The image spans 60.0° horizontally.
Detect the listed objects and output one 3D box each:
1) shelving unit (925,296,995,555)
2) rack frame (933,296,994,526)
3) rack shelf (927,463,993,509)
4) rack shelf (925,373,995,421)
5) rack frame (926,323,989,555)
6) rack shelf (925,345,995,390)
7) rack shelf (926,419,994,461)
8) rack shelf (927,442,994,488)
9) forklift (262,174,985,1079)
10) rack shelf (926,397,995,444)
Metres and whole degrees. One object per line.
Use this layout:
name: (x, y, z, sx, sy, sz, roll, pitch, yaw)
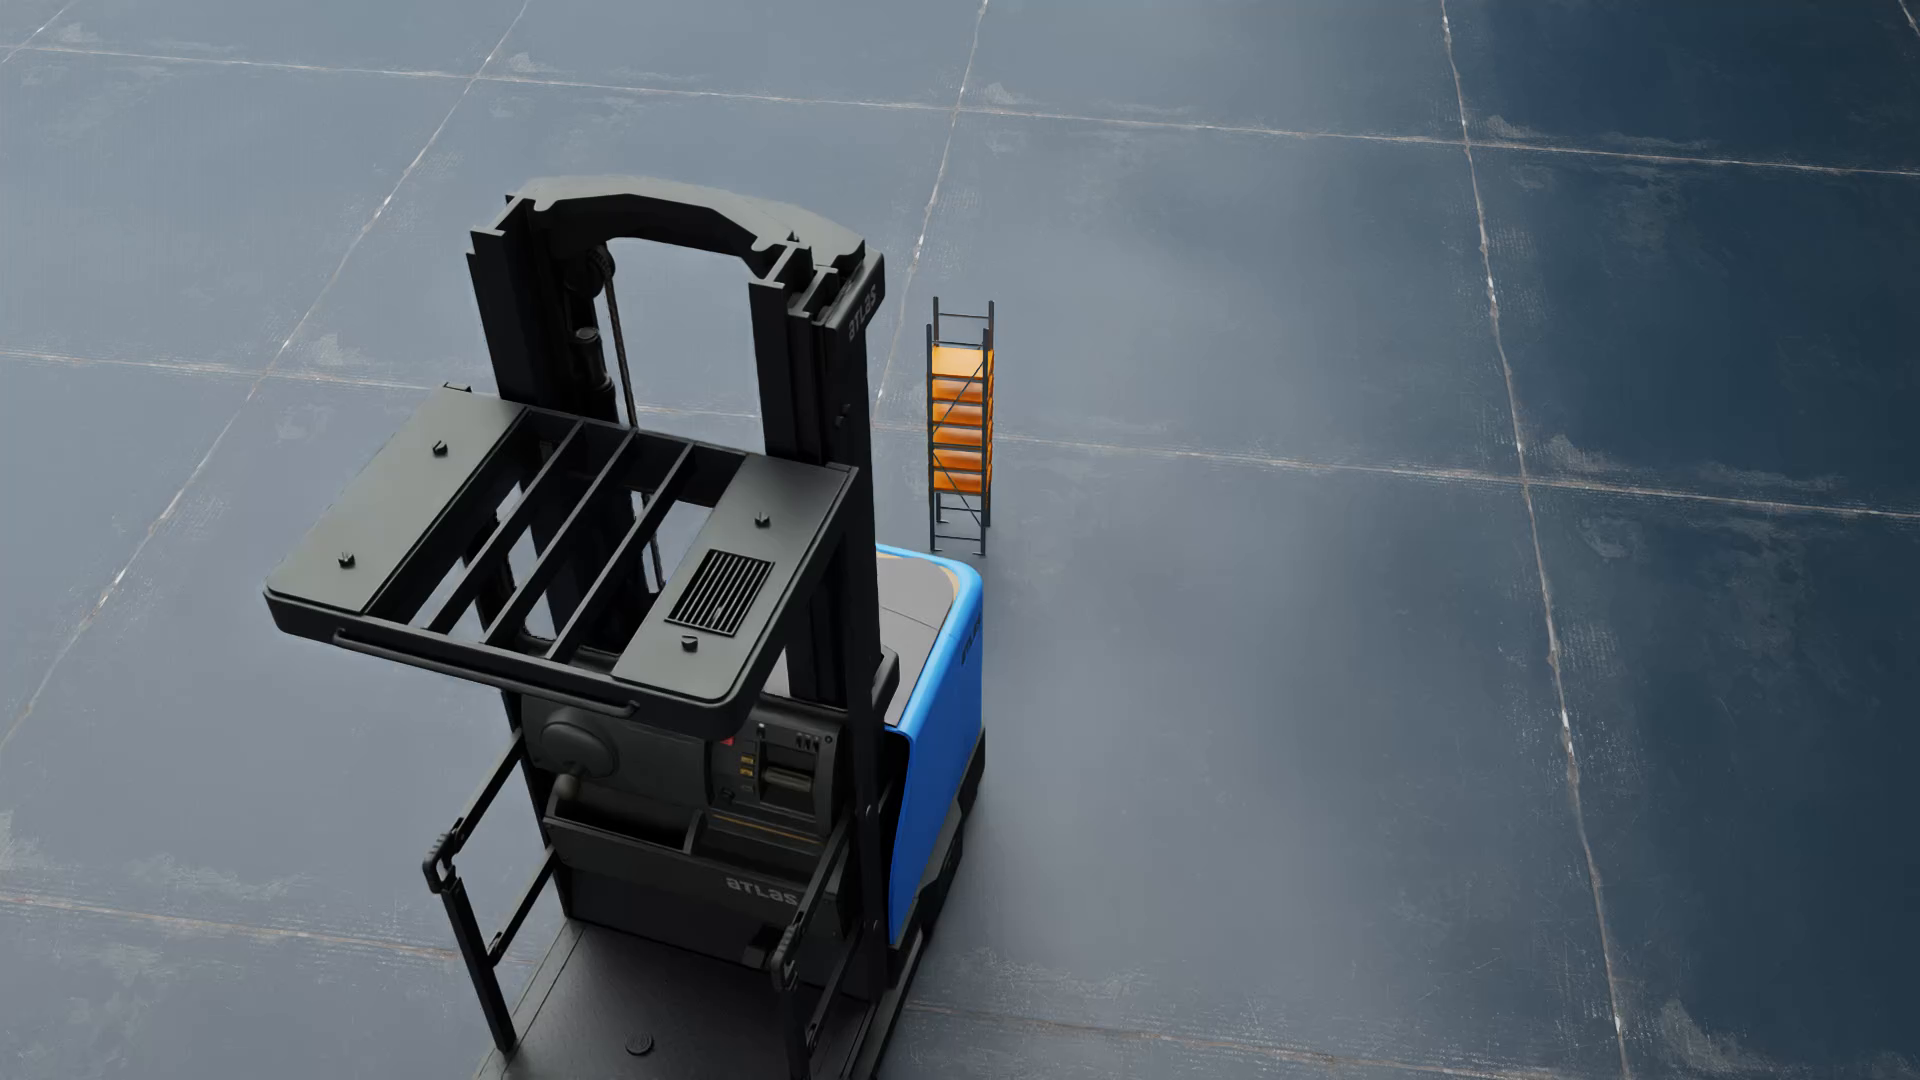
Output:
shelving unit: (0.002, -0.446, 6.848, 0.258, 1.200, 0.189, 5, 44, 6)
rack frame: (0.014, -0.508, 6.914, 0.240, 1.200, 0.006, 5, 44, 6)
rack shelf: (0.002, -0.239, 7.043, 0.258, 0.103, 0.180, 5, 44, 6)
rack shelf: (0.002, -0.588, 6.713, 0.258, 0.103, 0.180, 5, 44, 6)
rack frame: (-0.010, -0.383, 6.782, 0.240, 1.200, 0.006, 5, 44, 6)
rack shelf: (0.002, -0.675, 6.631, 0.258, 0.103, 0.180, 5, 44, 6)
rack shelf: (0.002, -0.413, 6.878, 0.258, 0.103, 0.180, 5, 44, 6)
rack shelf: (0.002, -0.326, 6.961, 0.258, 0.103, 0.180, 5, 44, 6)
forklift: (-0.838, 0.668, 4.412, 1.130, 2.935, 3.031, 12, 45, 13)
rack shelf: (0.002, -0.500, 6.796, 0.258, 0.103, 0.180, 5, 44, 6)
